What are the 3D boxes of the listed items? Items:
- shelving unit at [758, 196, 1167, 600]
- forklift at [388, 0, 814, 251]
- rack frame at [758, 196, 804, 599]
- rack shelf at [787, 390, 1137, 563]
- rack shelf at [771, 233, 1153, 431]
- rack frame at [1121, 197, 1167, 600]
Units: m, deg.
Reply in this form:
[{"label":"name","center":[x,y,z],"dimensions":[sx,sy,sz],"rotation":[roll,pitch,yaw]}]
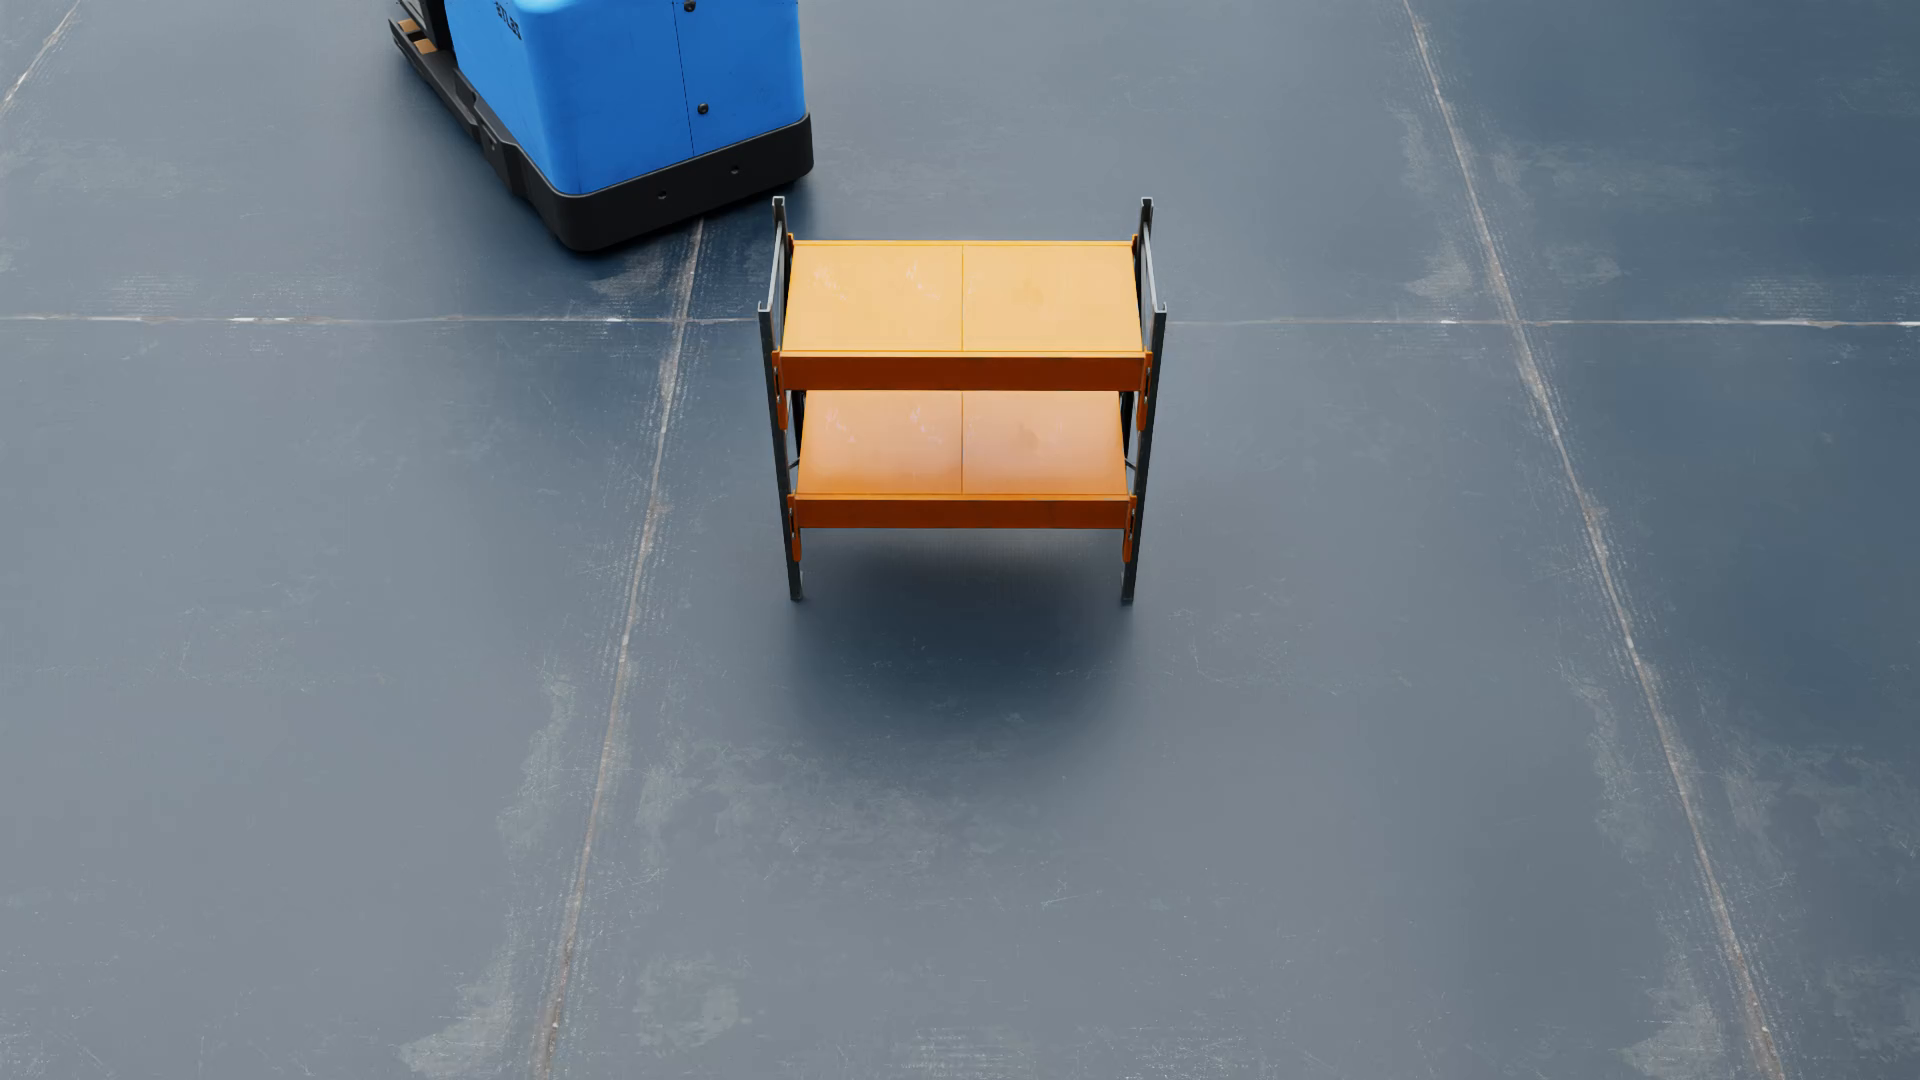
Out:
[{"label":"shelving unit","center":[0.007,-0.383,4.838],"dimensions":[1.048,1.125,0.538],"rotation":[0,47,0]},{"label":"forklift","center":[-1.787,-3.128,6.159],"dimensions":[1.130,2.935,3.031],"rotation":[-25,52,-21]},{"label":"rack frame","center":[-0.502,-0.385,4.840],"dimensions":[0.032,1.125,0.500],"rotation":[0,47,0]},{"label":"rack shelf","center":[0.007,-0.217,5.017],"dimensions":[1.000,0.278,0.538],"rotation":[0,47,0]},{"label":"rack shelf","center":[0.007,-0.583,4.624],"dimensions":[1.000,0.278,0.538],"rotation":[0,47,0]},{"label":"rack frame","center":[0.515,-0.382,4.837],"dimensions":[0.032,1.125,0.500],"rotation":[0,47,0]}]
